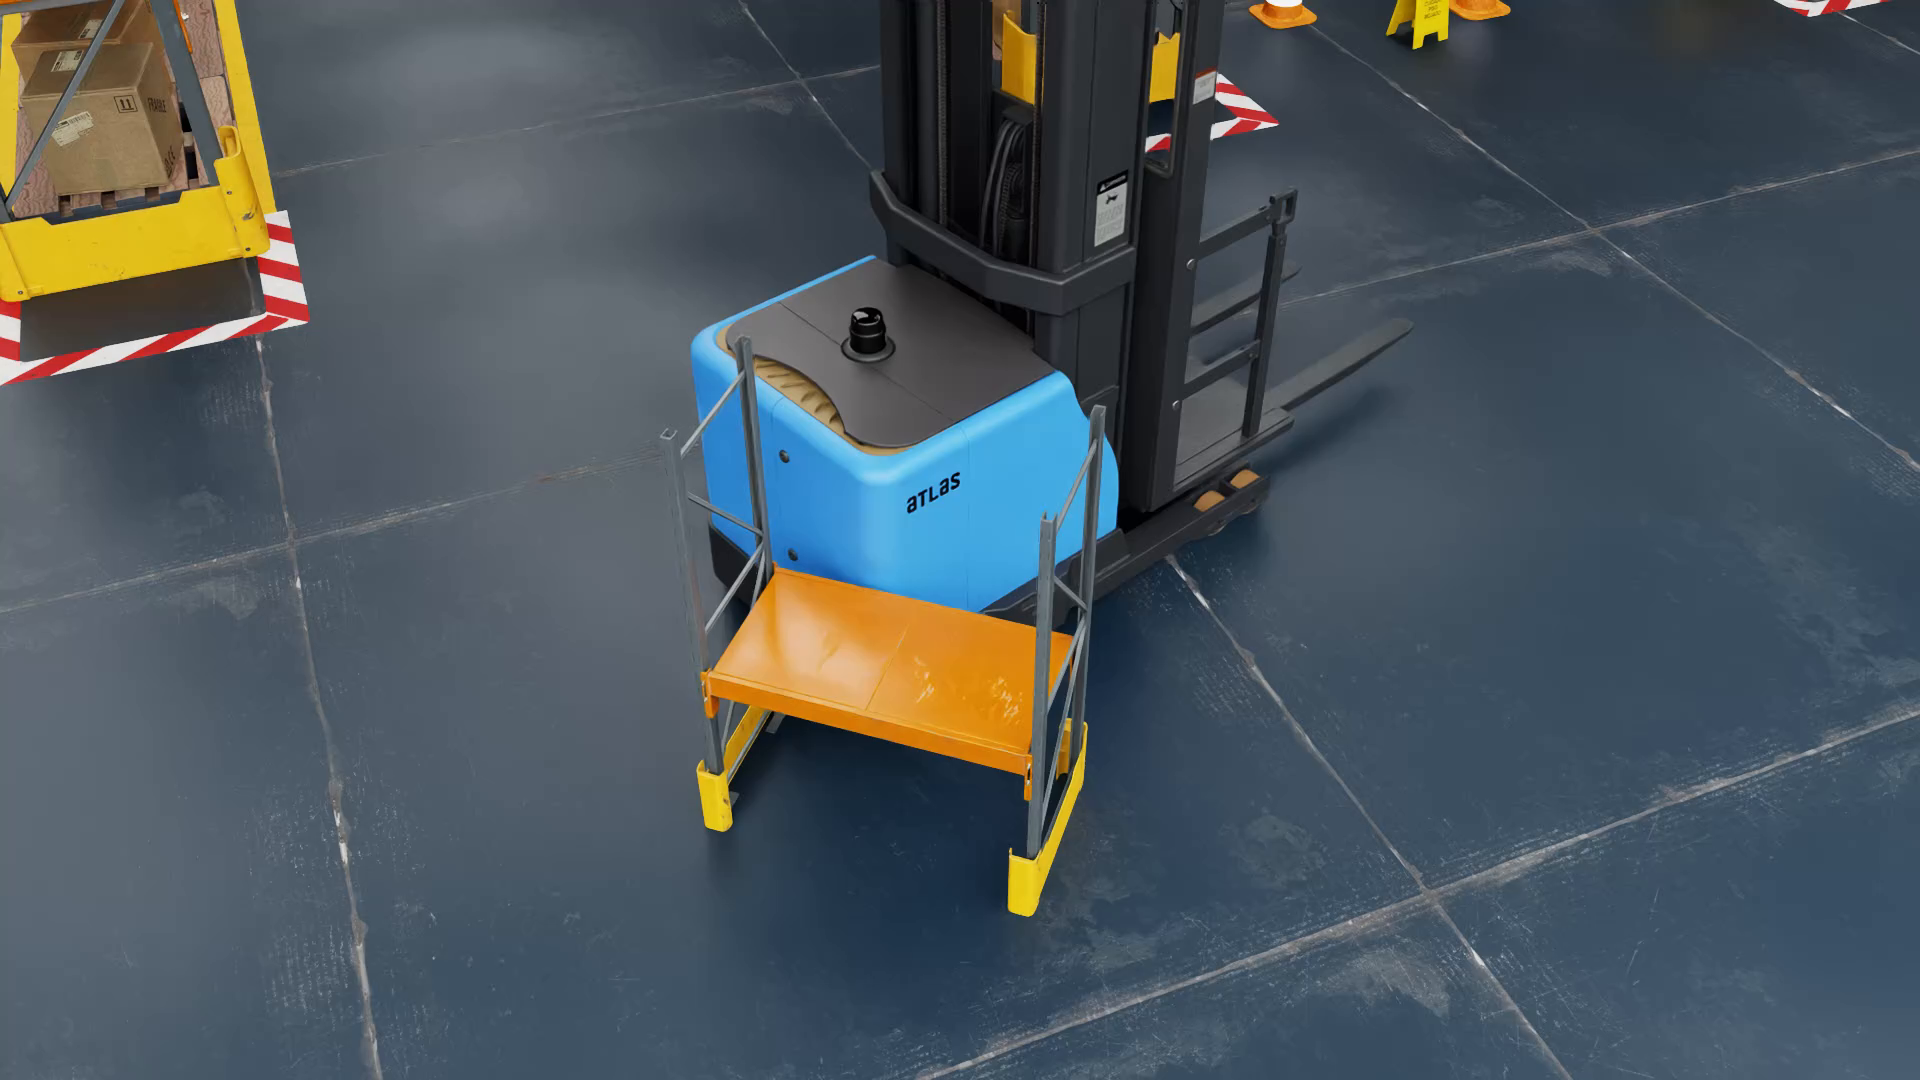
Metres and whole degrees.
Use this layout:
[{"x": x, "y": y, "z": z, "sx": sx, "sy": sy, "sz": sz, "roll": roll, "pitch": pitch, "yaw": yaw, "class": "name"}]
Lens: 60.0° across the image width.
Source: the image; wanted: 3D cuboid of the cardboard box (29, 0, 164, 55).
[{"x": -4.521, "y": -2.726, "z": 8.715, "sx": 0.500, "sy": 0.500, "sz": 0.500, "roll": -11, "pitch": 42, "yaw": -13, "class": "cardboard box"}]

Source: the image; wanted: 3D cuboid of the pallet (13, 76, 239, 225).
[{"x": -4.122, "y": -1.888, "z": 8.283, "sx": 1.003, "sy": 0.211, "sz": 1.213, "roll": -15, "pitch": 43, "yaw": -17, "class": "pallet"}]

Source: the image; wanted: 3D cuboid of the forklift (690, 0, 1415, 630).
[{"x": 0.549, "y": -1.361, "z": 5.584, "sx": 3.031, "sy": 2.935, "sz": 1.130, "roll": -30, "pitch": 49, "yaw": -30, "class": "forklift"}]

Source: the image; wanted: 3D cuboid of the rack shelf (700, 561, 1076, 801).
[{"x": -0.193, "y": 0.399, "z": 4.912, "sx": 1.000, "sy": 0.185, "sz": 0.538, "roll": 13, "pitch": 42, "yaw": 14, "class": "rack shelf"}]

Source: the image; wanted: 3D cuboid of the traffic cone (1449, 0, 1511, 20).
[{"x": 3.089, "y": -3.367, "z": 9.810, "sx": 0.336, "sy": 0.463, "sz": 0.334, "roll": -15, "pitch": 43, "yaw": -17, "class": "traffic cone"}]

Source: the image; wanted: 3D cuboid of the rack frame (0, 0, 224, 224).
[{"x": -3.815, "y": -2.401, "z": 6.741, "sx": 1.000, "sy": 3.000, "sz": 0.127, "roll": -15, "pitch": 43, "yaw": -17, "class": "rack frame"}]

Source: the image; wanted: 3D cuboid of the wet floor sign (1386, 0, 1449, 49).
[{"x": 2.647, "y": -3.161, "z": 9.431, "sx": 0.267, "sy": 0.644, "sz": 0.232, "roll": -23, "pitch": 46, "yaw": -24, "class": "wet floor sign"}]

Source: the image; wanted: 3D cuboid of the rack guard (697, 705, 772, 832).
[{"x": -0.673, "y": 0.630, "z": 5.326, "sx": 0.087, "sy": 0.250, "sz": 0.587, "roll": 13, "pitch": 42, "yaw": 14, "class": "rack guard"}]

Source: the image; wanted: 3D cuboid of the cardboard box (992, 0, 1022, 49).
[{"x": 0.486, "y": -3.323, "z": 9.121, "sx": 0.875, "sy": 0.875, "sz": 0.875, "roll": -15, "pitch": 43, "yaw": -17, "class": "cardboard box"}]

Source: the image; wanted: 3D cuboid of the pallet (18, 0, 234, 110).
[{"x": -4.585, "y": -2.621, "z": 9.136, "sx": 1.003, "sy": 0.211, "sz": 1.213, "roll": -15, "pitch": 43, "yaw": -17, "class": "pallet"}]

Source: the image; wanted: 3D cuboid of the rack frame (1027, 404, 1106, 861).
[{"x": 0.288, "y": 0.370, "z": 4.670, "sx": 0.032, "sy": 1.500, "sz": 0.500, "roll": 13, "pitch": 42, "yaw": 14, "class": "rack frame"}]

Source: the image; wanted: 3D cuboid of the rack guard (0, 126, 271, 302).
[{"x": -3.844, "y": -1.499, "z": 7.610, "sx": 1.175, "sy": 0.500, "sz": 0.348, "roll": -15, "pitch": 43, "yaw": -17, "class": "rack guard"}]

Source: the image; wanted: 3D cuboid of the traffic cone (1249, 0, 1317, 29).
[{"x": 1.915, "y": -3.290, "z": 9.721, "sx": 0.336, "sy": 0.463, "sz": 0.334, "roll": -15, "pitch": 43, "yaw": -17, "class": "traffic cone"}]

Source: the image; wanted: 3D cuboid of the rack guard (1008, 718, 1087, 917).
[{"x": 0.270, "y": 0.840, "z": 5.082, "sx": 0.087, "sy": 0.250, "sz": 0.587, "roll": 13, "pitch": 42, "yaw": 14, "class": "rack guard"}]

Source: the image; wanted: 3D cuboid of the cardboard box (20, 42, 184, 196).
[{"x": -4.038, "y": -1.993, "z": 7.862, "sx": 0.500, "sy": 0.500, "sz": 0.500, "roll": -8, "pitch": 41, "yaw": -9, "class": "cardboard box"}]

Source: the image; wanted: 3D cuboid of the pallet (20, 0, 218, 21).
[{"x": -5.056, "y": -3.357, "z": 9.992, "sx": 1.003, "sy": 0.211, "sz": 1.213, "roll": -15, "pitch": 43, "yaw": -17, "class": "pallet"}]

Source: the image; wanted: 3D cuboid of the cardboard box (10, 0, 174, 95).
[{"x": -4.299, "y": -2.344, "z": 8.271, "sx": 0.500, "sy": 0.500, "sz": 0.500, "roll": -5, "pitch": 41, "yaw": -6, "class": "cardboard box"}]

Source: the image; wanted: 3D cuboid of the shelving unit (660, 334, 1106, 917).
[{"x": -0.201, "y": 0.261, "z": 4.796, "sx": 1.083, "sy": 1.500, "sz": 0.587, "roll": 13, "pitch": 42, "yaw": 14, "class": "shelving unit"}]

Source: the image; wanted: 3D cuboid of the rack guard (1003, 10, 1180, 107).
[{"x": 0.815, "y": -2.615, "z": 8.908, "sx": 1.175, "sy": 0.500, "sz": 0.348, "roll": -15, "pitch": 43, "yaw": -17, "class": "rack guard"}]

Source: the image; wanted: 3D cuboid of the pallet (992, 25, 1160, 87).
[{"x": 0.428, "y": -2.982, "z": 9.556, "sx": 1.003, "sy": 0.211, "sz": 1.213, "roll": -15, "pitch": 43, "yaw": -17, "class": "pallet"}]

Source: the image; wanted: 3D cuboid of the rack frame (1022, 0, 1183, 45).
[{"x": 0.806, "y": -3.577, "z": 8.110, "sx": 1.000, "sy": 3.000, "sz": 0.127, "roll": -15, "pitch": 43, "yaw": -17, "class": "rack frame"}]

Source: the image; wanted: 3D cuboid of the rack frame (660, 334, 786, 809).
[{"x": -0.674, "y": 0.156, "z": 4.919, "sx": 0.032, "sy": 1.500, "sz": 0.500, "roll": 13, "pitch": 42, "yaw": 14, "class": "rack frame"}]

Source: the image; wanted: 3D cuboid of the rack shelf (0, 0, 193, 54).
[{"x": -4.580, "y": -3.333, "z": 8.377, "sx": 1.077, "sy": 0.370, "sz": 4.000, "roll": -15, "pitch": 43, "yaw": -17, "class": "rack shelf"}]
